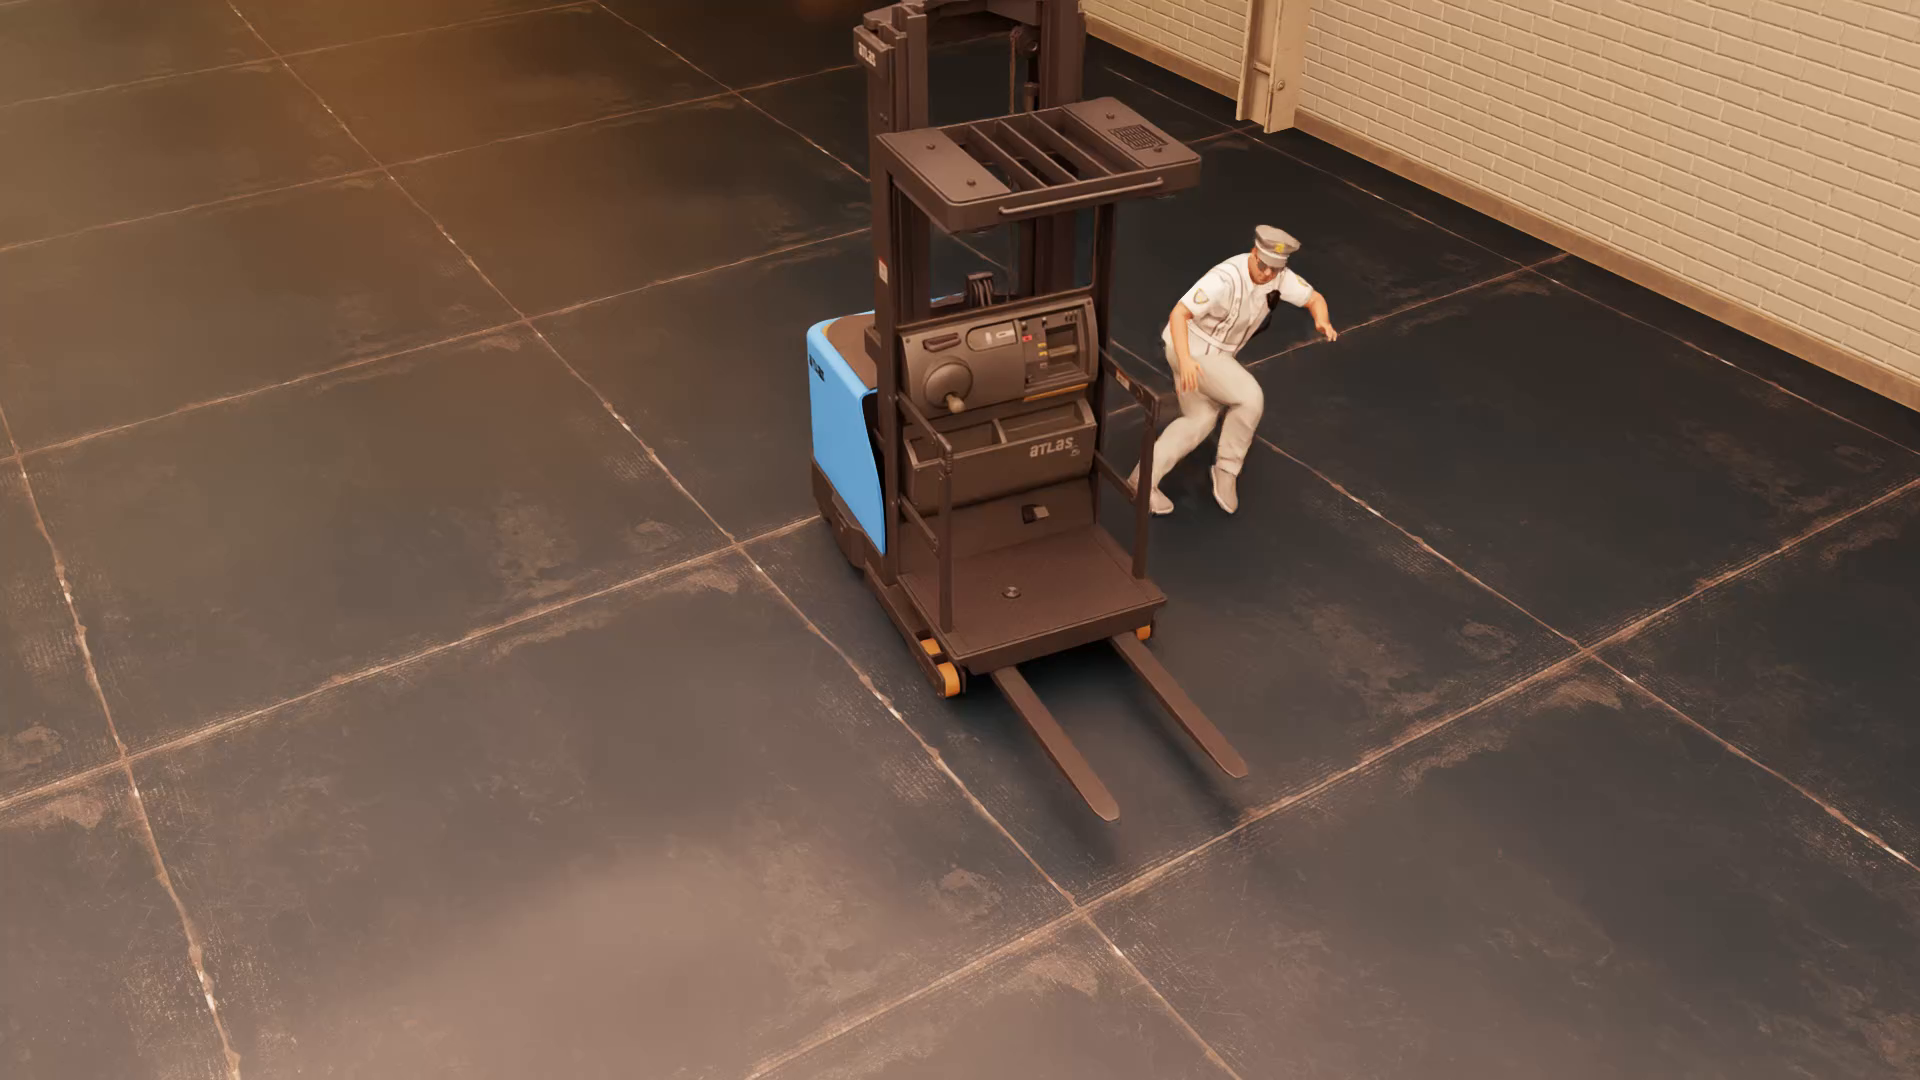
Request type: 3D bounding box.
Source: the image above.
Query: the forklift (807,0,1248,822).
[{"bbox_3d":[0.277,-0.756,7.223,1.130,2.935,3.031,-14,38,-20],"label":"forklift"}]

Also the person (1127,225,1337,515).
[{"bbox_3d":[1.418,-0.878,8.626,0.936,1.515,0.999,22,41,28],"label":"person"}]
